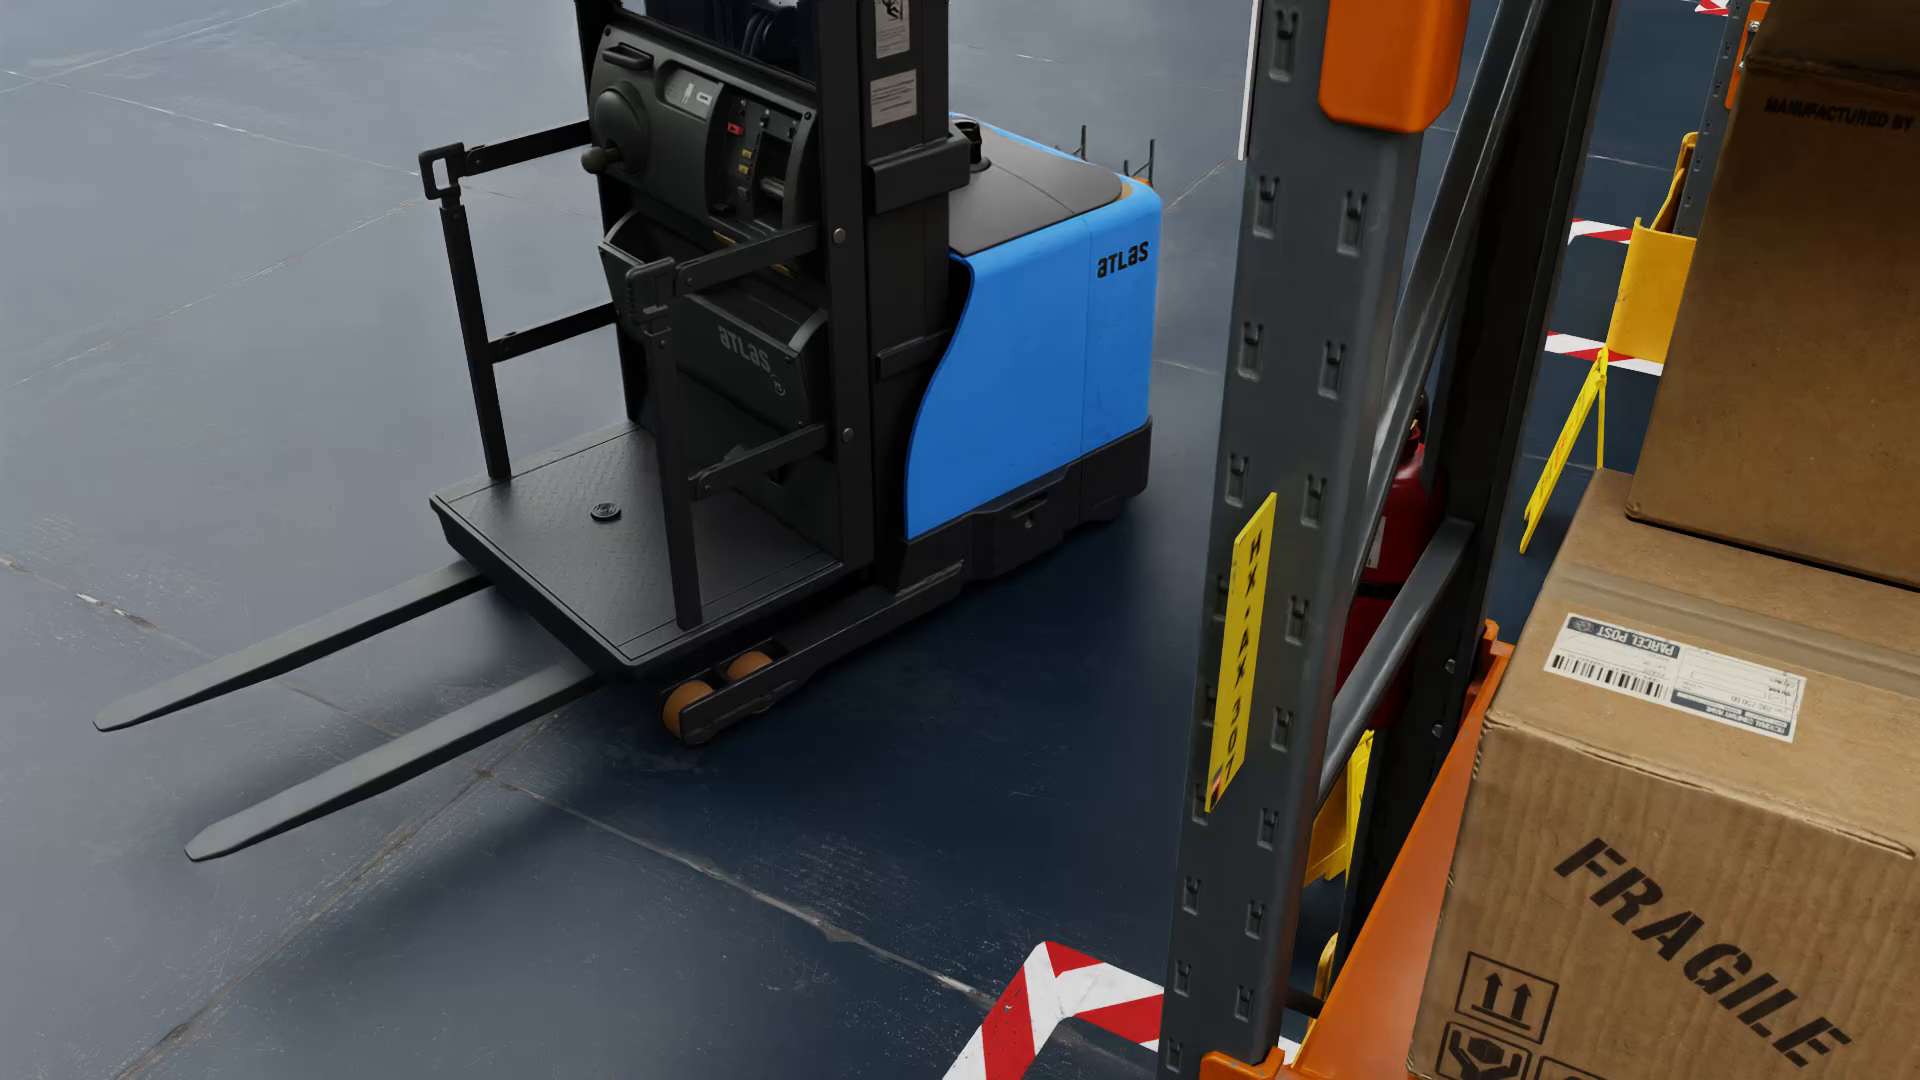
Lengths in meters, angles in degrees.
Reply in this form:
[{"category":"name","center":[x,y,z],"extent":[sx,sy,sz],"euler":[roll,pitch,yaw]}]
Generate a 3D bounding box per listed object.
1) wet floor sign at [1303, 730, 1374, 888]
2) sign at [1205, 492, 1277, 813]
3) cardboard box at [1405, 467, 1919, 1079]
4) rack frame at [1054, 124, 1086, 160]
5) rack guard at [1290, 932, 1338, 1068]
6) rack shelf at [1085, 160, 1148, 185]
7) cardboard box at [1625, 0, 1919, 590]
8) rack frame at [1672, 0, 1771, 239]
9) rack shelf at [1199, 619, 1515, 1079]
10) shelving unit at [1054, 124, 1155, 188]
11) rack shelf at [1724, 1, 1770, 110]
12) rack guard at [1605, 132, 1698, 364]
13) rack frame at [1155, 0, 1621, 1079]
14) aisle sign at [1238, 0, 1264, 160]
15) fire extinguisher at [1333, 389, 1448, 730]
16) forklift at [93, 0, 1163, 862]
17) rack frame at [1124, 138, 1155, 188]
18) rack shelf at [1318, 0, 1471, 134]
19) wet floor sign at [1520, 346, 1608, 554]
[{"category":"wet floor sign","center":[0.904,0.624,3.730],"extent":[0.267,0.644,0.232],"euler":[-25,41,-33]},{"category":"sign","center":[0.269,0.112,1.594],"extent":[0.005,0.325,0.100],"euler":[18,37,24]},{"category":"cardboard box","center":[0.812,0.310,1.720],"extent":[0.500,0.500,0.500],"euler":[17,37,24]},{"category":"rack frame","center":[0.361,-0.859,5.585],"extent":[0.008,1.050,0.200],"euler":[19,40,26]},{"category":"rack guard","center":[0.604,1.273,2.888],"extent":[0.348,0.500,1.175],"euler":[18,37,24]},{"category":"rack shelf","center":[0.460,-1.046,5.374],"extent":[0.240,0.259,0.215],"euler":[19,40,26]},{"category":"cardboard box","center":[1.090,-0.335,1.786],"extent":[0.500,0.500,0.700],"euler":[17,37,23]},{"category":"rack frame","center":[2.907,-2.198,5.845],"extent":[0.127,3.000,1.000],"euler":[18,37,24]},{"category":"rack shelf","center":[2.275,1.061,1.600],"extent":[4.000,0.370,1.077],"euler":[18,37,24]},{"category":"shelving unit","center":[0.466,-0.823,5.532],"extent":[0.252,1.050,0.215],"euler":[19,40,26]},{"category":"rack shelf","center":[4.643,-1.349,5.218],"extent":[4.000,0.370,1.077],"euler":[18,37,24]},{"category":"rack guard","center":[2.886,-1.165,6.548],"extent":[0.348,0.500,1.175],"euler":[18,37,24]},{"category":"rack frame","center":[0.537,0.213,2.224],"extent":[0.053,2.616,0.949],"euler":[18,37,24]},{"category":"aisle sign","center":[0.331,-0.738,1.307],"extent":[0.004,0.787,0.394],"euler":[18,37,24]},{"category":"fire extinguisher","center":[0.668,-0.010,2.628],"extent":[0.183,0.674,0.296],"euler":[18,37,24]},{"category":"forklift","center":[-0.825,-1.004,4.113],"extent":[3.031,2.935,1.130],"euler":[-26,42,-34]},{"category":"rack frame","center":[0.570,-0.788,5.479],"extent":[0.008,1.050,0.200],"euler":[19,40,26]},{"category":"rack shelf","center":[2.275,-0.188,0.768],"extent":[4.000,0.370,1.077],"euler":[18,37,24]},{"category":"wet floor sign","center":[1.899,-0.274,5.079],"extent":[0.232,0.644,0.267],"euler":[11,35,16]}]
